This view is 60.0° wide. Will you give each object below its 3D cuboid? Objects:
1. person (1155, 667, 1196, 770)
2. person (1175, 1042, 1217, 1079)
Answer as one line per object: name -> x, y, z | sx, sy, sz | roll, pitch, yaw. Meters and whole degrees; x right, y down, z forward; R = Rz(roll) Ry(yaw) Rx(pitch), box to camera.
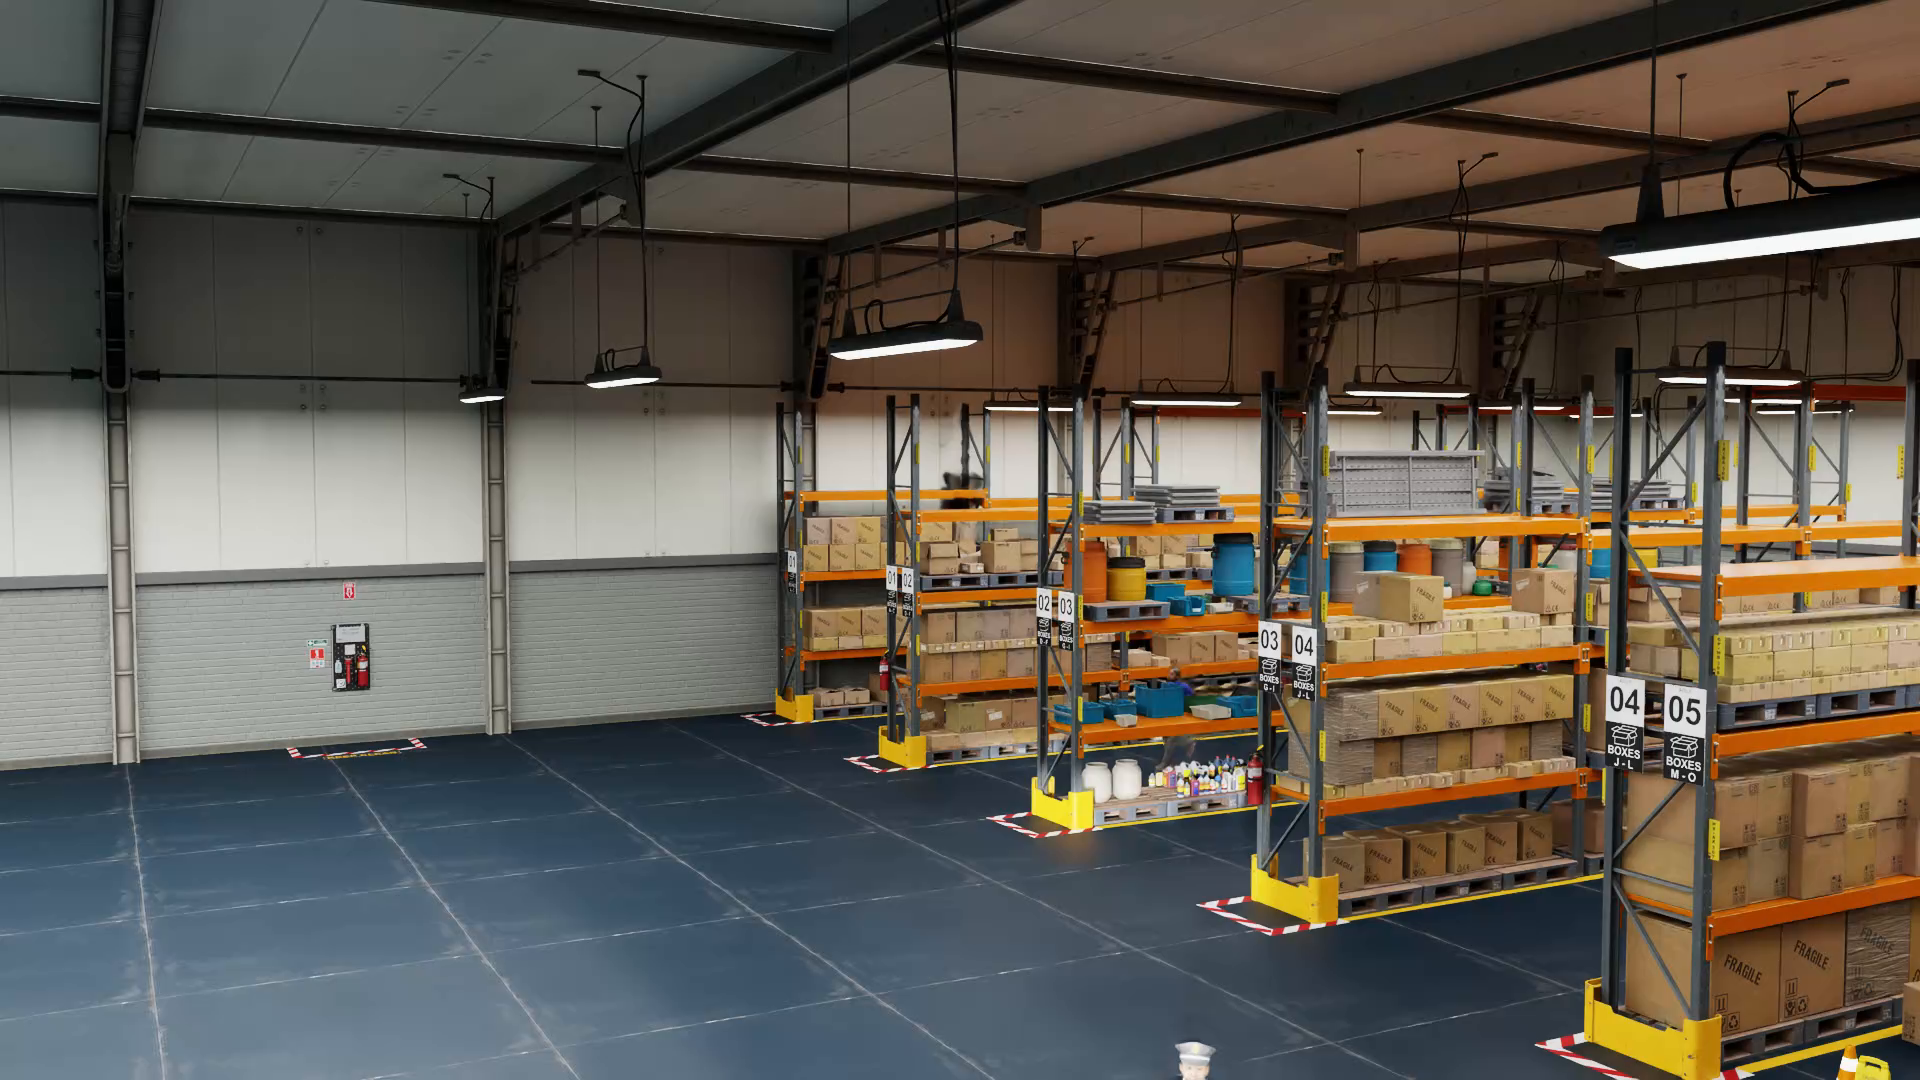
person -> 3.515, 2.858, 26.726 | 0.845, 1.632, 0.599 | -2, 4, -36
person -> 1.394, 3.780, 9.974 | 0.644, 1.675, 0.739 | 0, 3, 8
